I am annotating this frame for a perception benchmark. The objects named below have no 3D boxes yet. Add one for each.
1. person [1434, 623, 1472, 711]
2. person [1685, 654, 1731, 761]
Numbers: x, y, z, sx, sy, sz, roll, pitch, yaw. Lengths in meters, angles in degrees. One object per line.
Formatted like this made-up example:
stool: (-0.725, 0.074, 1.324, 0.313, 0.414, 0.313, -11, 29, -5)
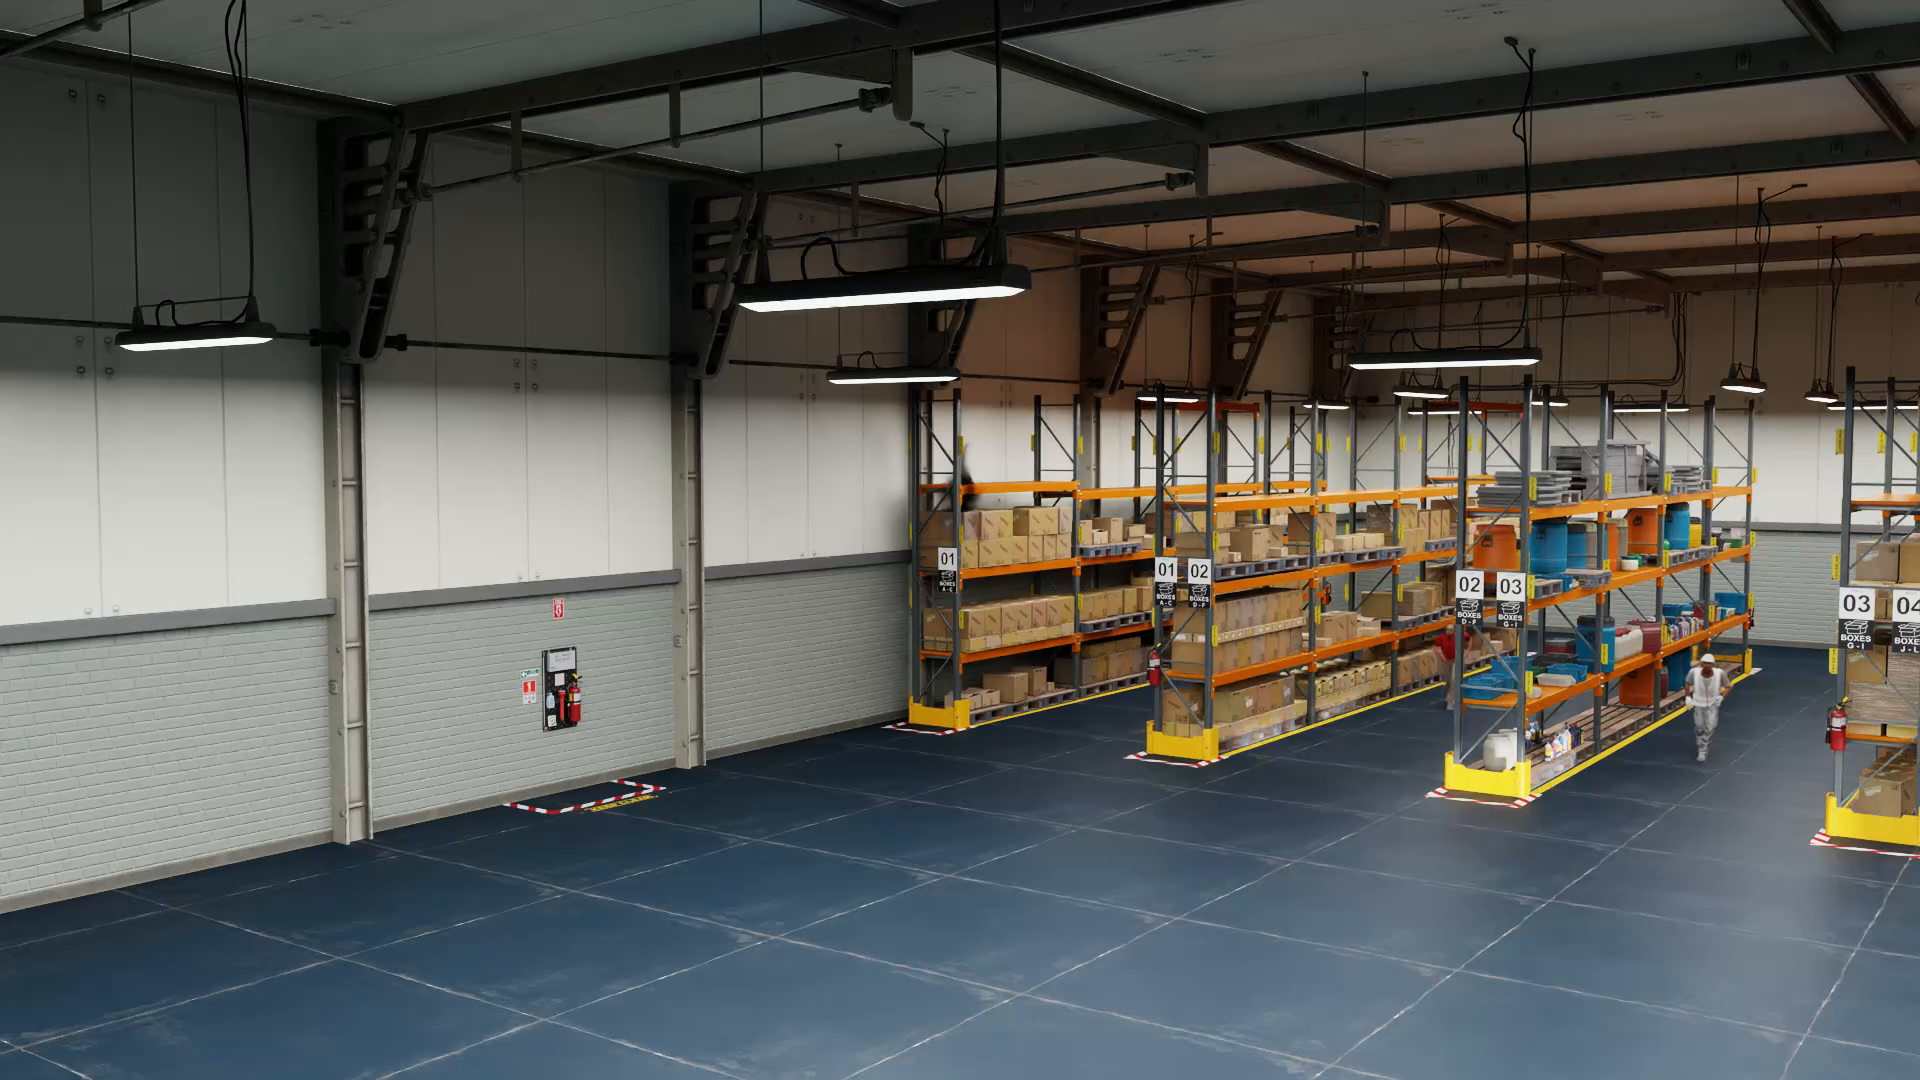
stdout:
person: (9.424, 2.390, 31.808, 0.704, 1.696, 1.023, 1, 3, 19)
person: (11.904, 2.643, 26.490, 0.660, 1.709, 0.746, 1, 3, 17)
